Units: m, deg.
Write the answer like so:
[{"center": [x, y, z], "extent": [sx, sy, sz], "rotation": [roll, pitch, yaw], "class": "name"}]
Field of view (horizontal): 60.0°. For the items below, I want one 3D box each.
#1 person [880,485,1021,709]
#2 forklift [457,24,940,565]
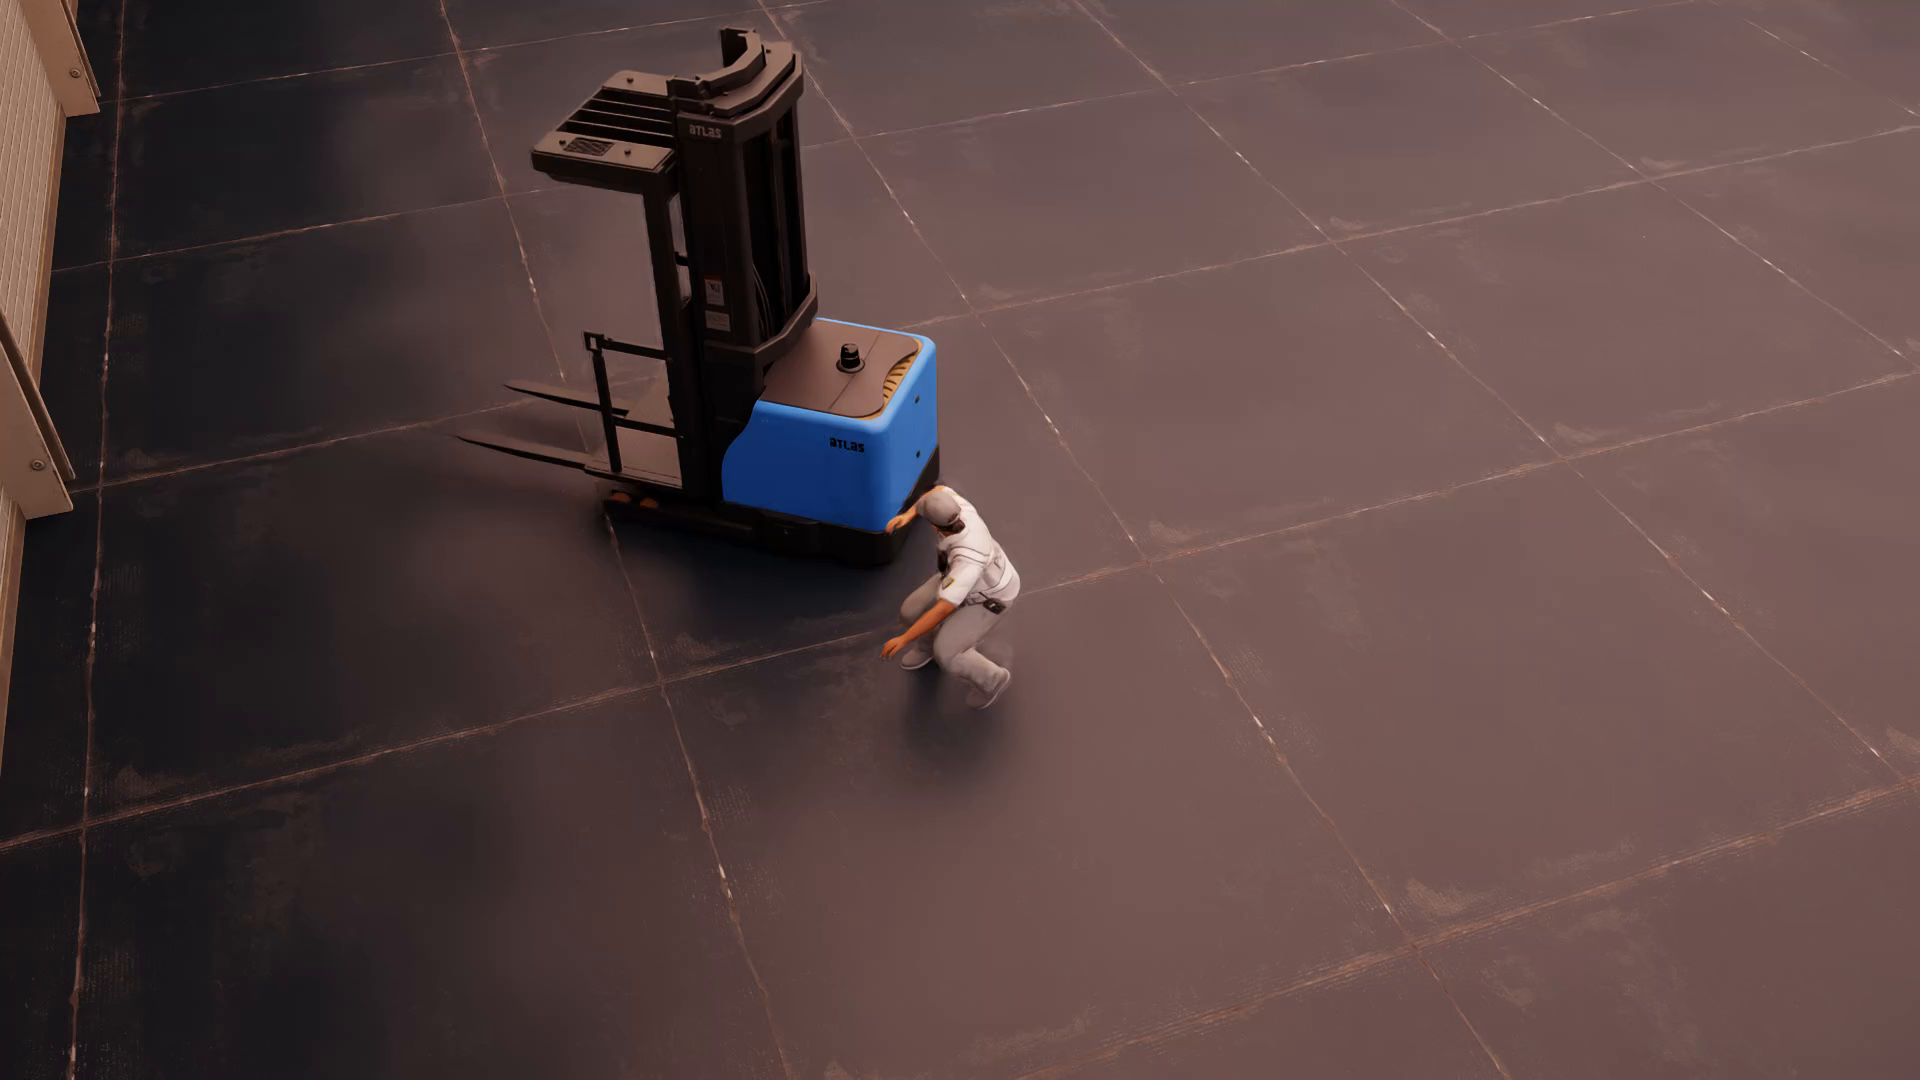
[{"center": [-0.121, 0.283, 8.880], "extent": [0.910, 1.414, 0.739], "rotation": [-17, 43, -19], "class": "person"}, {"center": [-1.707, -1.527, 9.815], "extent": [3.031, 2.935, 1.130], "rotation": [12, 41, 14], "class": "forklift"}]
